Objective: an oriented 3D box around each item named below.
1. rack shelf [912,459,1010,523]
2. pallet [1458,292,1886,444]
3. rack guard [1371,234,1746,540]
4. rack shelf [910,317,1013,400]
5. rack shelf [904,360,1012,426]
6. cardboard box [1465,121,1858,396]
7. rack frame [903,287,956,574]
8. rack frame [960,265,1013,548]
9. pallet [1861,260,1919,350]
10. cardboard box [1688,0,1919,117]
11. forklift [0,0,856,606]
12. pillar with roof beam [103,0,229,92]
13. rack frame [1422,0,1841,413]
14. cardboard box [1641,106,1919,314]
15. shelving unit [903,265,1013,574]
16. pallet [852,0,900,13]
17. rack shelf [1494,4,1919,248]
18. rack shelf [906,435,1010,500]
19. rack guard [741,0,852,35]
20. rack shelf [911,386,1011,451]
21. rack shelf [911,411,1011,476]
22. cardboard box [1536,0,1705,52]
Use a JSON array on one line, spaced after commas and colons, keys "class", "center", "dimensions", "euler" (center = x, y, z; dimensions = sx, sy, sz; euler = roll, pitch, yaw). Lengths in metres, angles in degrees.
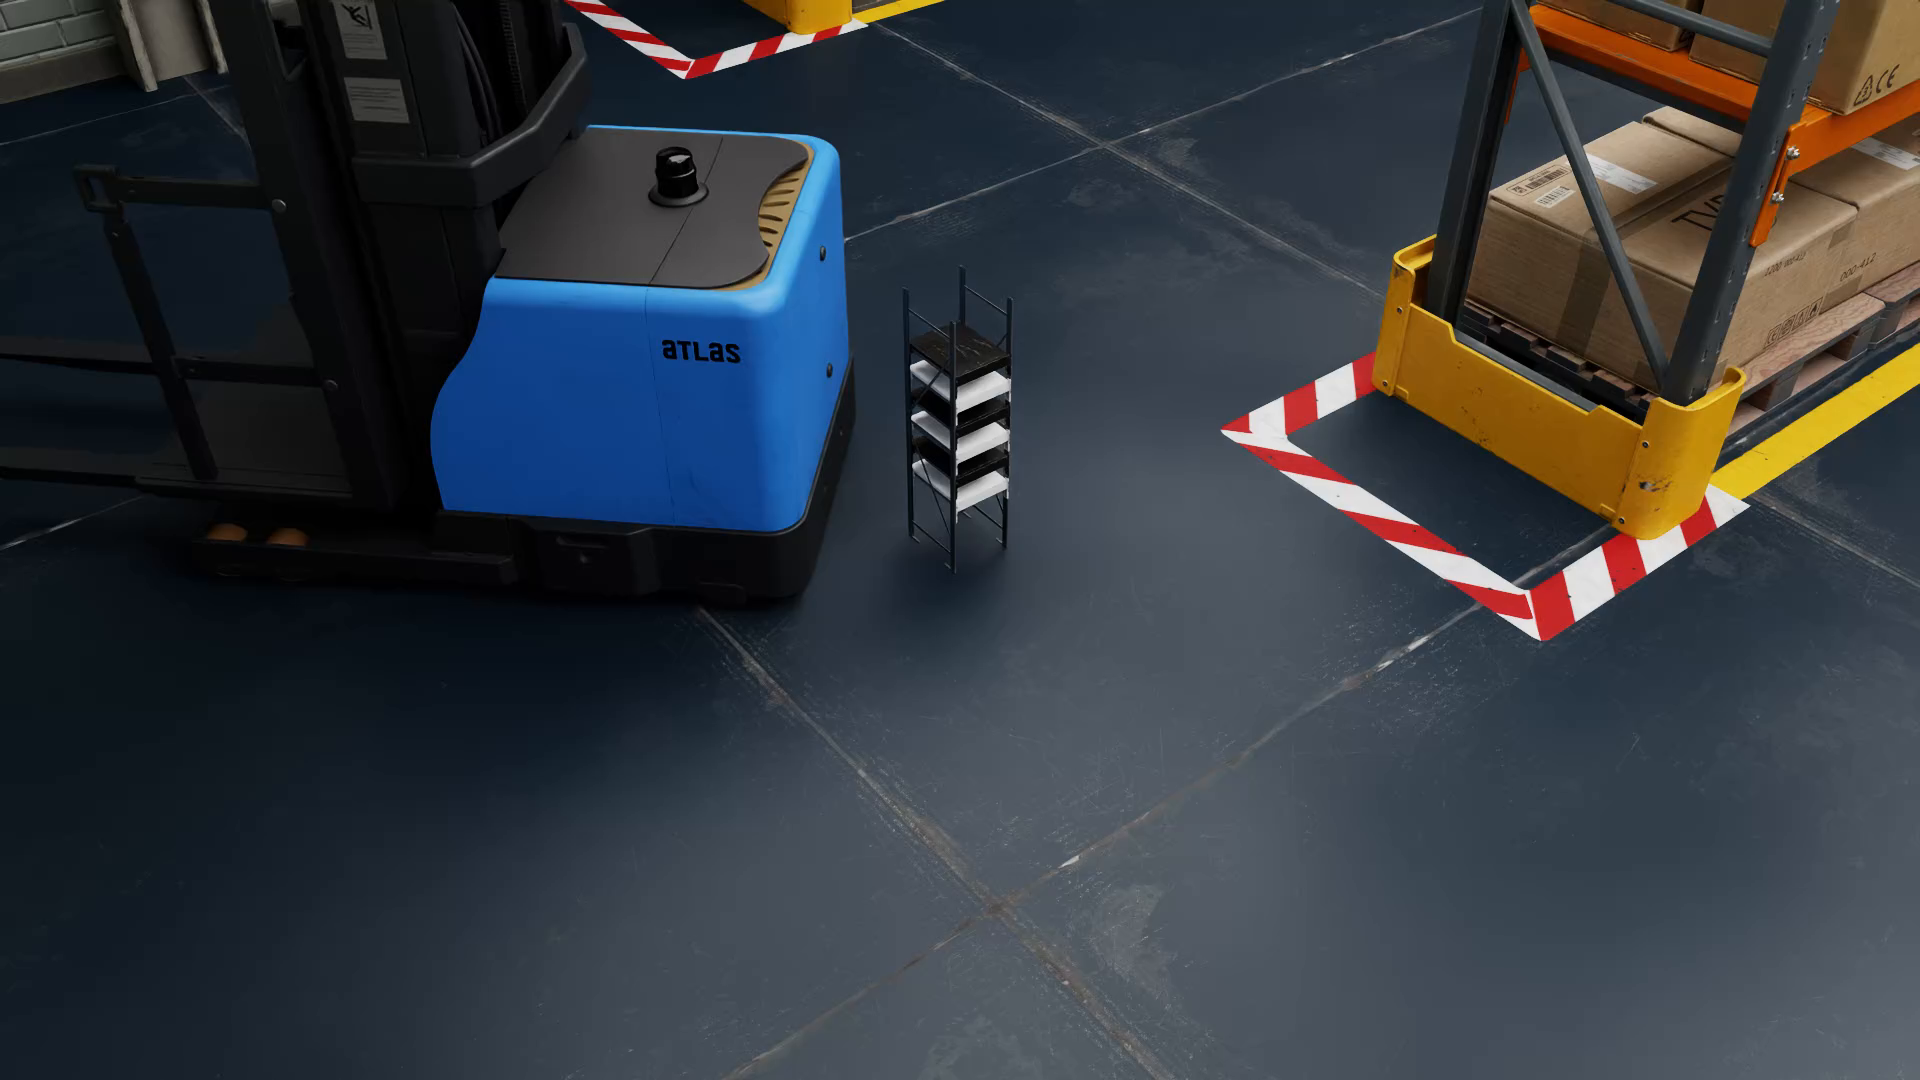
[{"class": "rack shelf", "center": [-0.006, -0.180, 5.096], "dimensions": [0.200, 0.077, 0.258], "euler": [-26, 46, -28]}, {"class": "pallet", "center": [2.538, -0.781, 6.036], "dimensions": [1.213, 0.211, 1.003], "euler": [-26, 46, -28]}, {"class": "rack guard", "center": [1.933, -0.535, 5.509], "dimensions": [0.348, 0.500, 1.175], "euler": [-26, 46, -28]}, {"class": "rack shelf", "center": [-0.006, -0.528, 4.811], "dimensions": [0.200, 0.077, 0.258], "euler": [-26, 46, -28]}, {"class": "rack shelf", "center": [-0.006, -0.458, 4.868], "dimensions": [0.200, 0.077, 0.258], "euler": [-26, 46, -28]}, {"class": "cardboard box", "center": [2.415, -0.988, 5.779], "dimensions": [0.875, 0.438, 0.875], "euler": [-28, 47, -29]}, {"class": "rack frame", "center": [-0.087, -0.305, 4.913], "dimensions": [0.006, 0.900, 0.240], "euler": [-26, 46, -28]}, {"class": "rack frame", "center": [0.074, -0.384, 5.009], "dimensions": [0.006, 0.900, 0.240], "euler": [-26, 46, -28]}, {"class": "pallet", "center": [3.505, -1.250, 6.608], "dimensions": [1.213, 0.211, 1.003], "euler": [-26, 46, -28]}, {"class": "cardboard box", "center": [2.508, -1.591, 4.745], "dimensions": [0.500, 0.500, 0.500], "euler": [-26, 46, -28]}, {"class": "forklift", "center": [-1.905, -1.334, 4.566], "dimensions": [3.031, 2.935, 1.130], "euler": [4, 40, 5]}, {"class": "pillar with roof beam", "center": [-1.139, -3.572, 2.509], "dimensions": [0.400, 9.000, 9.100], "euler": [-26, 46, -28]}, {"class": "rack frame", "center": [1.952, -1.511, 4.727], "dimensions": [0.127, 3.000, 1.000], "euler": [-26, 46, -28]}, {"class": "cardboard box", "center": [3.135, -1.346, 6.215], "dimensions": [0.875, 0.438, 0.875], "euler": [-25, 45, -27]}, {"class": "shelving unit", "center": [-0.006, -0.345, 4.961], "dimensions": [0.210, 0.900, 0.258], "euler": [-26, 46, -28]}, {"class": "pallet", "center": [-0.384, -3.266, 9.065], "dimensions": [1.213, 0.211, 1.003], "euler": [-26, 46, -28]}, {"class": "rack shelf", "center": [3.538, -2.006, 5.897], "dimensions": [4.000, 0.370, 1.077], "euler": [-26, 46, -28]}, {"class": "rack shelf", "center": [-0.006, -0.249, 5.039], "dimensions": [0.200, 0.077, 0.258], "euler": [-26, 46, -28]}, {"class": "rack guard", "center": [-1.015, -3.069, 8.597], "dimensions": [0.348, 0.500, 1.175], "euler": [-26, 46, -28]}, {"class": "rack shelf", "center": [-0.006, -0.389, 4.925], "dimensions": [0.200, 0.077, 0.258], "euler": [-26, 46, -28]}, {"class": "rack shelf", "center": [-0.006, -0.319, 4.982], "dimensions": [0.200, 0.077, 0.258], "euler": [-26, 46, -28]}, {"class": "cardboard box", "center": [2.173, -1.869, 5.085], "dimensions": [0.500, 0.500, 0.500], "euler": [-26, 46, -28]}]
